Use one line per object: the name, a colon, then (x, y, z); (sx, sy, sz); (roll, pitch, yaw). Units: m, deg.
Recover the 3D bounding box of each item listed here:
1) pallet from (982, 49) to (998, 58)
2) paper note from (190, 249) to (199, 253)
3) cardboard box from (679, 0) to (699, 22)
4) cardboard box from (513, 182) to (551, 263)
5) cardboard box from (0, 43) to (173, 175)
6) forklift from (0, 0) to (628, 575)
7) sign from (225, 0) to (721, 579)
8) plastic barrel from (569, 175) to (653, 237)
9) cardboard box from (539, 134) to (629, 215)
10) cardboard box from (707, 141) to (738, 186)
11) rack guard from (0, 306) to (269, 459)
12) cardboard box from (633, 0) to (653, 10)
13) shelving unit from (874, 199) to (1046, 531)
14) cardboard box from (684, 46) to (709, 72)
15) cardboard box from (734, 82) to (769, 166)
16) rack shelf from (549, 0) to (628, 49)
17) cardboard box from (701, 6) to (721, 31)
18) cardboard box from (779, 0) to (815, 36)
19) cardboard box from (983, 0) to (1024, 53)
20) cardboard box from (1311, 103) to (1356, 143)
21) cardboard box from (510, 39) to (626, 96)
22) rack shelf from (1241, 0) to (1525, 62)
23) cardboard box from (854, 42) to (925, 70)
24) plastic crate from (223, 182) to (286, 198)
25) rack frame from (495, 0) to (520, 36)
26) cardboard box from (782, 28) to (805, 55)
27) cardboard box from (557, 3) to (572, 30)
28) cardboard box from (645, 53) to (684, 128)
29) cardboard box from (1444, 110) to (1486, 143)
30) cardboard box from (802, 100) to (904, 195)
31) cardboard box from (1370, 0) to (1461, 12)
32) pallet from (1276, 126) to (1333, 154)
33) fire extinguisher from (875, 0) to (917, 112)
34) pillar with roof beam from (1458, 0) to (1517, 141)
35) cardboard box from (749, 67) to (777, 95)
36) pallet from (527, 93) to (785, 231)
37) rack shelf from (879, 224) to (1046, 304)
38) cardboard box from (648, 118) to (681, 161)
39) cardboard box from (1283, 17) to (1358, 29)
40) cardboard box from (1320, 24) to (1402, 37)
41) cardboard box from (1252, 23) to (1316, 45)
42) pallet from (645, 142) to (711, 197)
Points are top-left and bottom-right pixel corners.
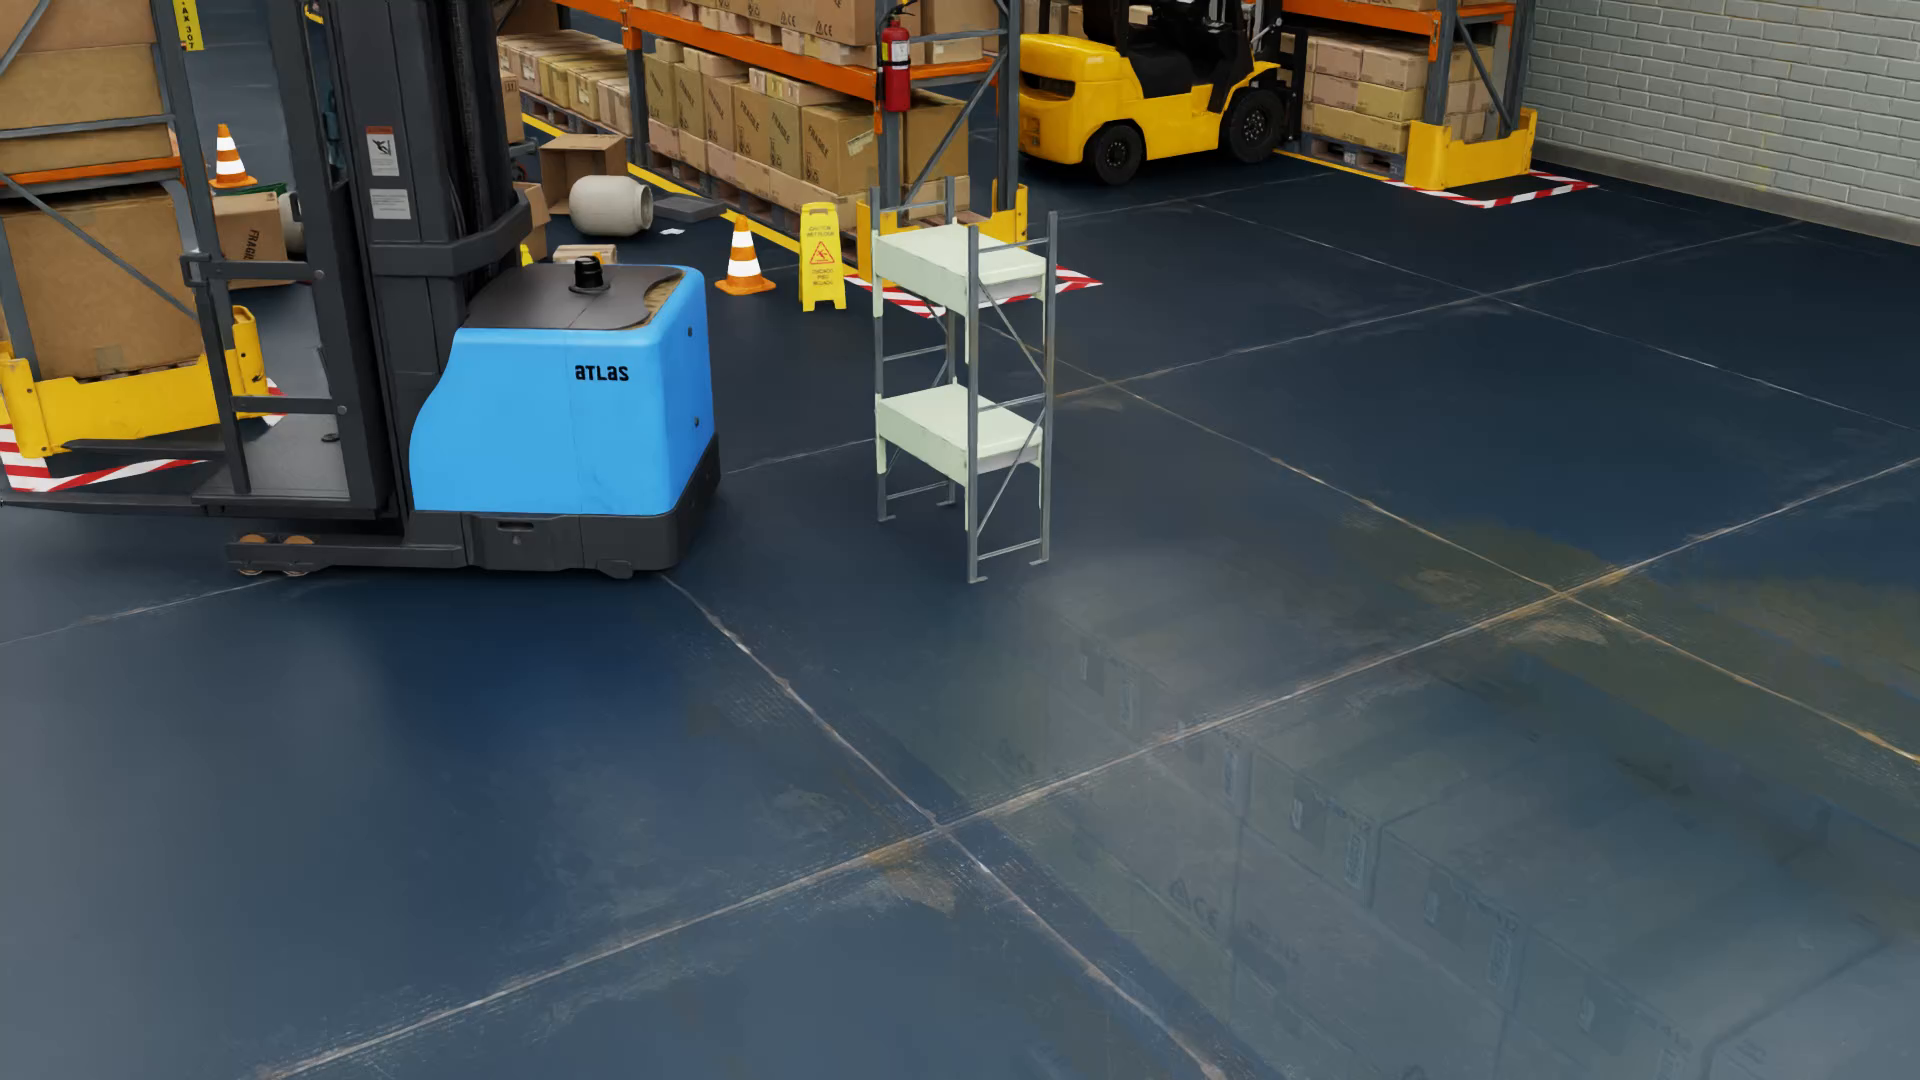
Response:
pallet: (0.802, -5.156, 17.925); (1.003, 0.211, 1.213); (-16, 29, -30)
paper note: (-5.216, -2.006, 11.464); (0.142, 0.020, 0.147); (7, 26, 15)
cardboard box: (-1.889, -4.004, 12.513); (0.380, 0.149, 0.250); (-15, 29, -28)
cardboard box: (-3.146, -2.047, 10.996); (0.637, 0.503, 0.797); (7, 26, 15)
cardboard box: (-4.399, -2.138, 8.088); (0.875, 0.550, 0.550); (-16, 29, -30)
forklift: (-2.642, -1.398, 6.779); (3.031, 2.935, 1.121); (2, 25, 3)
sign: (-2.064, -1.333, 6.764); (2.177, 2.768, 2.025); (-16, 29, -30)
plastic barrel: (-2.462, -2.358, 11.749); (0.512, 0.421, 0.421); (3, 25, 6)
cardboard box: (-2.805, -2.738, 12.462); (0.500, 0.500, 0.500); (3, 25, 6)
cardboard box: (-1.561, -2.863, 12.530); (0.500, 0.250, 0.500); (-16, 30, -30)
rack guard: (-4.145, -0.809, 8.377); (1.175, 0.500, 0.348); (-16, 29, -30)
cardboard box: (-2.346, -4.267, 13.069); (0.380, 0.149, 0.250); (-16, 29, -30)
shelving unit: (0.001, -0.678, 6.929); (0.431, 1.308, 0.731); (-16, 29, -30)
cardboard box: (-1.854, -3.631, 12.518); (0.380, 0.149, 0.250); (-14, 29, -28)
cardboard box: (-1.279, -3.017, 11.977); (0.500, 0.500, 0.500); (-16, 30, -31)
rack shelf: (-3.341, -4.958, 15.082); (1.077, 0.370, 4.000); (-16, 29, -30)
cardboard box: (-1.656, -3.807, 12.095); (0.380, 0.149, 0.250); (-15, 29, -29)
cardboard box: (-0.863, -3.627, 10.954); (0.500, 0.500, 0.500); (-15, 29, -29)
cardboard box: (0.784, -5.574, 17.833); (0.875, 0.625, 0.625); (-17, 30, -32)
cardboard box: (3.097, -4.584, 14.259); (1.003, 1.888, 2.032); (-15, 29, -29)
cardboard box: (-3.724, -4.534, 15.926); (0.950, 0.372, 0.625); (-16, 30, -31)
rack shelf: (2.999, -4.685, 14.504); (1.077, 0.370, 4.000); (-16, 29, -30)
cardboard box: (-0.449, -3.108, 10.613); (0.380, 0.149, 0.250); (-14, 29, -28)
plastic crate: (-5.149, -2.376, 11.995); (0.450, 0.188, 0.662); (-10, 25, 2)
rack frame: (-4.430, -5.999, 16.445); (0.949, 2.616, 0.053); (-16, 29, -30)
cardboard box: (-0.969, -3.354, 11.135); (0.380, 0.149, 0.250); (-15, 29, -29)
cardboard box: (-12.976, -2.049, 7.713); (26.055, 3.310, 5.793); (-17, 30, -32)
cardboard box: (-2.154, -3.580, 13.170); (0.500, 0.500, 0.500); (-14, 29, -27)
cardboard box: (3.986, -3.463, 13.801); (0.500, 0.250, 0.500); (-15, 29, -29)
cardboard box: (-0.722, -2.649, 11.197); (0.500, 0.500, 0.500); (-15, 29, -29)
cardboard box: (3.602, -4.455, 13.057); (0.500, 0.500, 0.500); (-16, 30, -31)
pallet: (2.976, -3.734, 14.913); (1.003, 0.211, 1.213); (-16, 29, -30)
fire extinguisher: (-0.390, -2.954, 10.084); (0.296, 0.674, 0.183); (-16, 29, -30)
pillar with roof beam: (0.859, -6.464, 10.402); (9.100, 9.000, 0.400); (-16, 29, -30)
cardboard box: (-1.256, -3.243, 11.696); (0.380, 0.149, 0.250); (-14, 29, -27)
pallet: (-2.265, -3.330, 14.057); (1.045, 0.211, 5.110); (-16, 29, -30)
rack shelf: (0.004, -1.117, 6.716); (0.368, 0.124, 0.686); (-16, 29, -30)
cardboard box: (-2.154, -3.240, 13.330); (0.500, 0.250, 0.500); (-17, 30, -32)
cardboard box: (3.173, -4.454, 14.729); (0.500, 0.250, 0.500); (-16, 30, -31)
cardboard box: (3.447, -4.269, 14.338); (0.516, 0.250, 0.516); (-17, 30, -32)
cardboard box: (2.740, -4.328, 14.463); (0.500, 0.250, 0.500); (-16, 30, -31)
pallet: (-1.853, -3.075, 13.516); (1.003, 0.211, 1.213); (-16, 29, -30)
